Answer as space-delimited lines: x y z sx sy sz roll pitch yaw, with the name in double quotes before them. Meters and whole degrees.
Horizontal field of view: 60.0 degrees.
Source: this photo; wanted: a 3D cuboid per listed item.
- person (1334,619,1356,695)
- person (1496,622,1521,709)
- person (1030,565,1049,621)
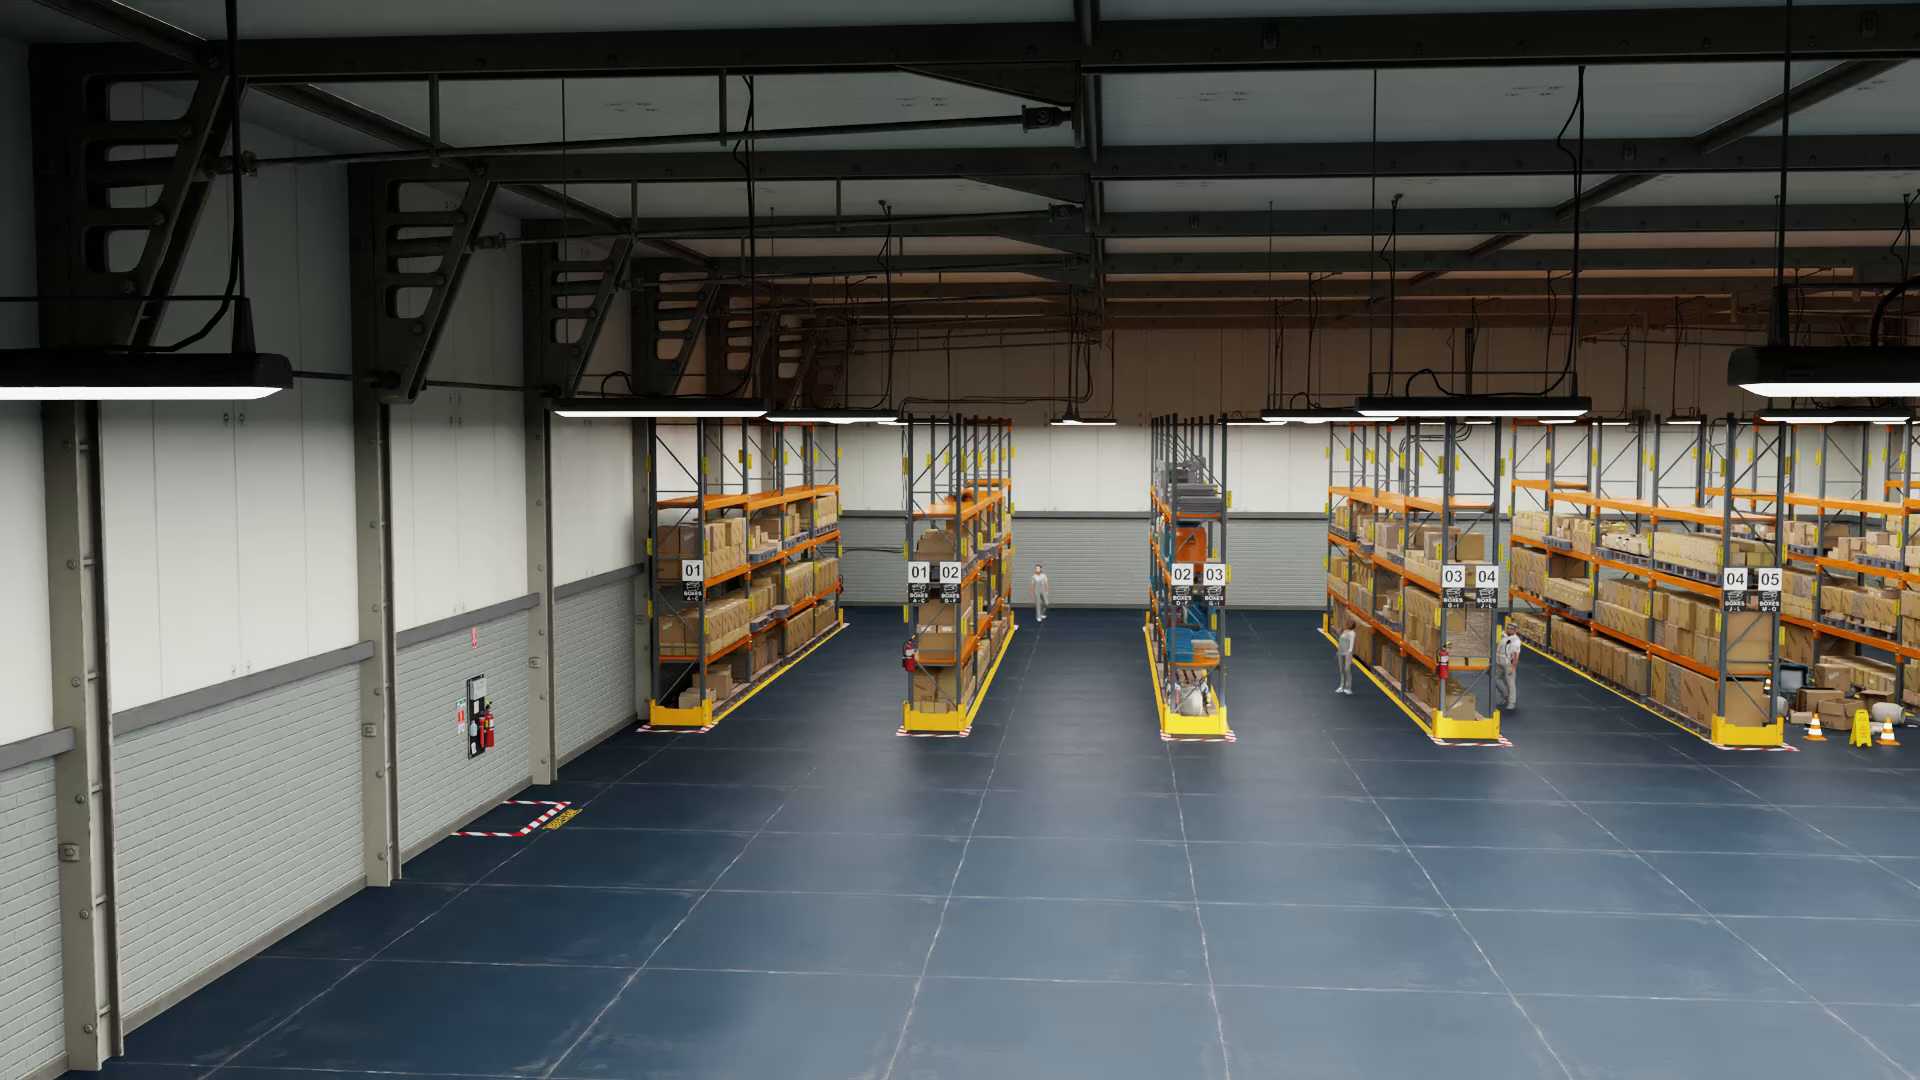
"person" 8.324 2.529 35.960 0.414 1.643 0.479 -2 4 -29
"person" 11.220 2.549 34.071 0.477 1.771 0.632 -2 4 -26
"person" 2.333 1.571 49.425 0.535 1.676 0.454 -1 4 -20
